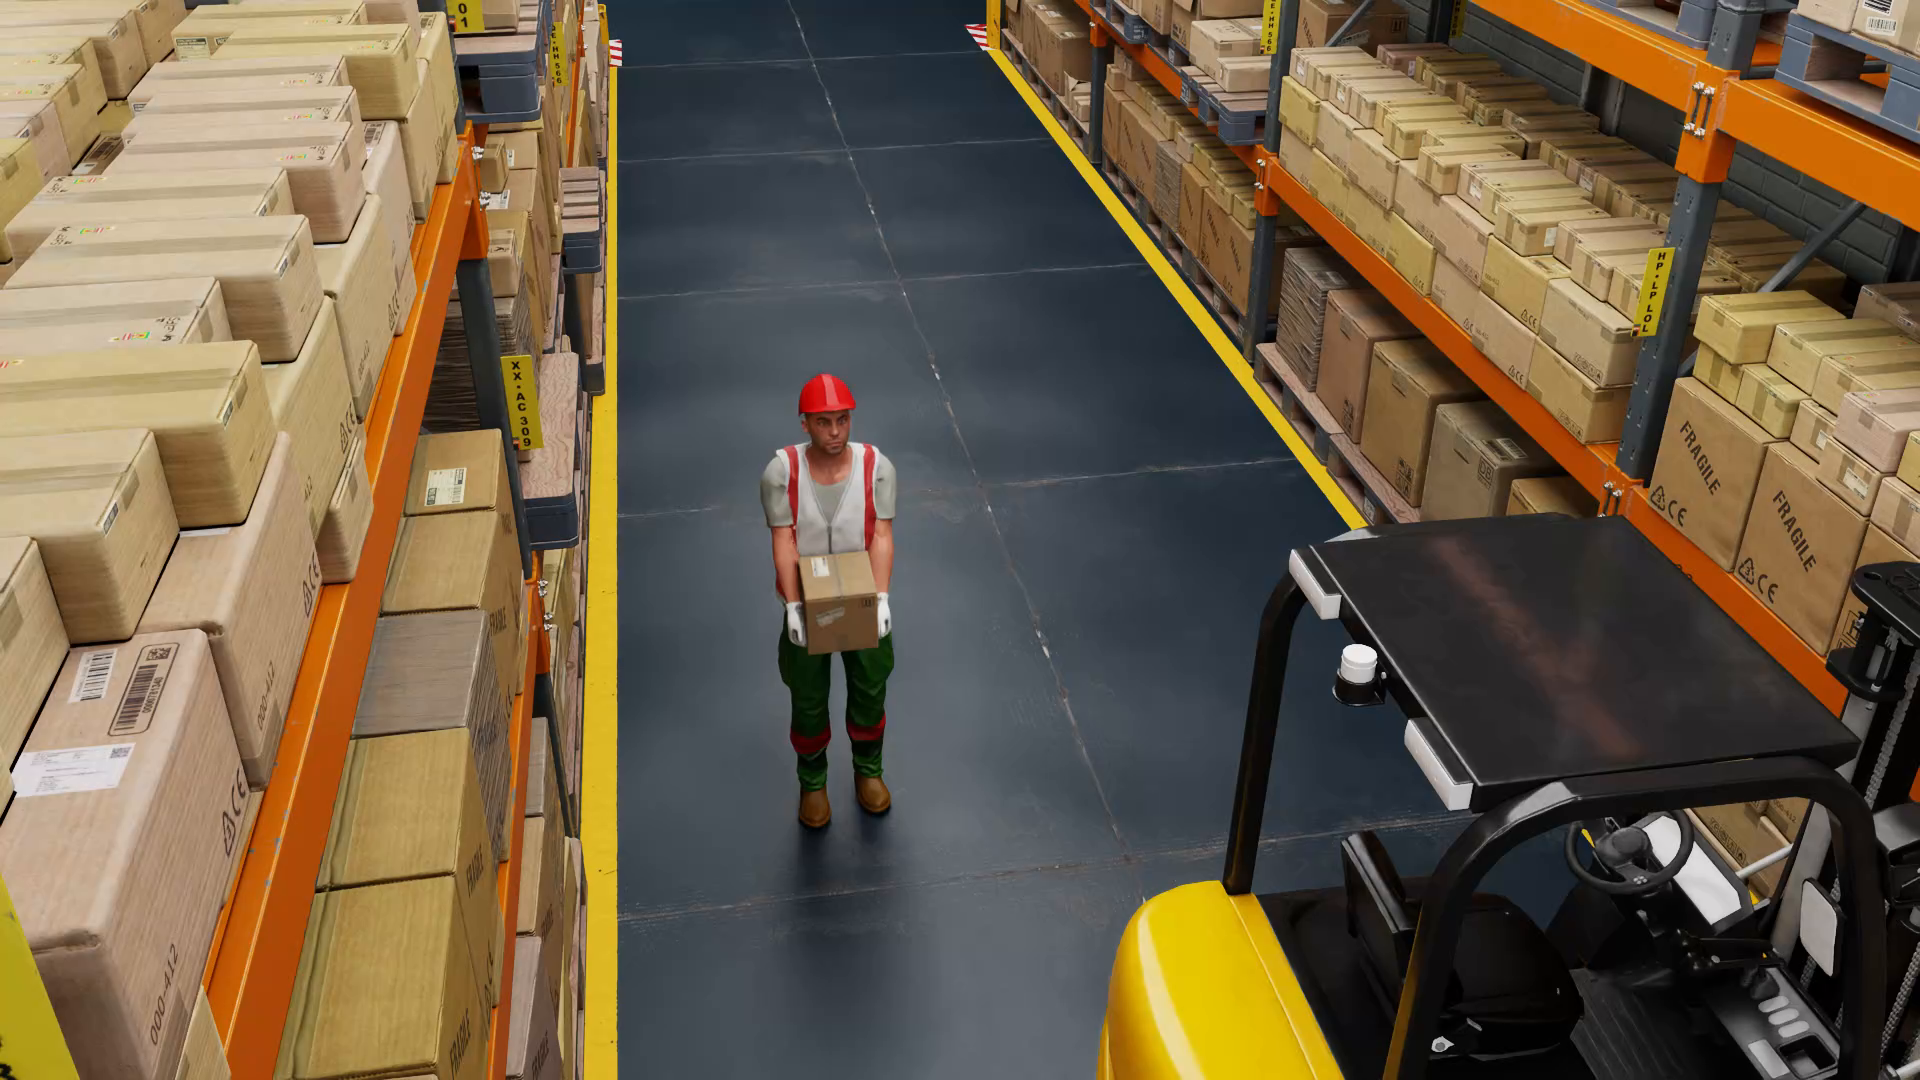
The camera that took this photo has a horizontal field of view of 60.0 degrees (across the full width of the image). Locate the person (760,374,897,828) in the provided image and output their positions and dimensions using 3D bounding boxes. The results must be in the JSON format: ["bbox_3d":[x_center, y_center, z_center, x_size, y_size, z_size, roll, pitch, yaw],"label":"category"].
[{"bbox_3d":[-0.451,0.276,6.141,0.497,1.785,0.561,-5,31,-9],"label":"person"}]
